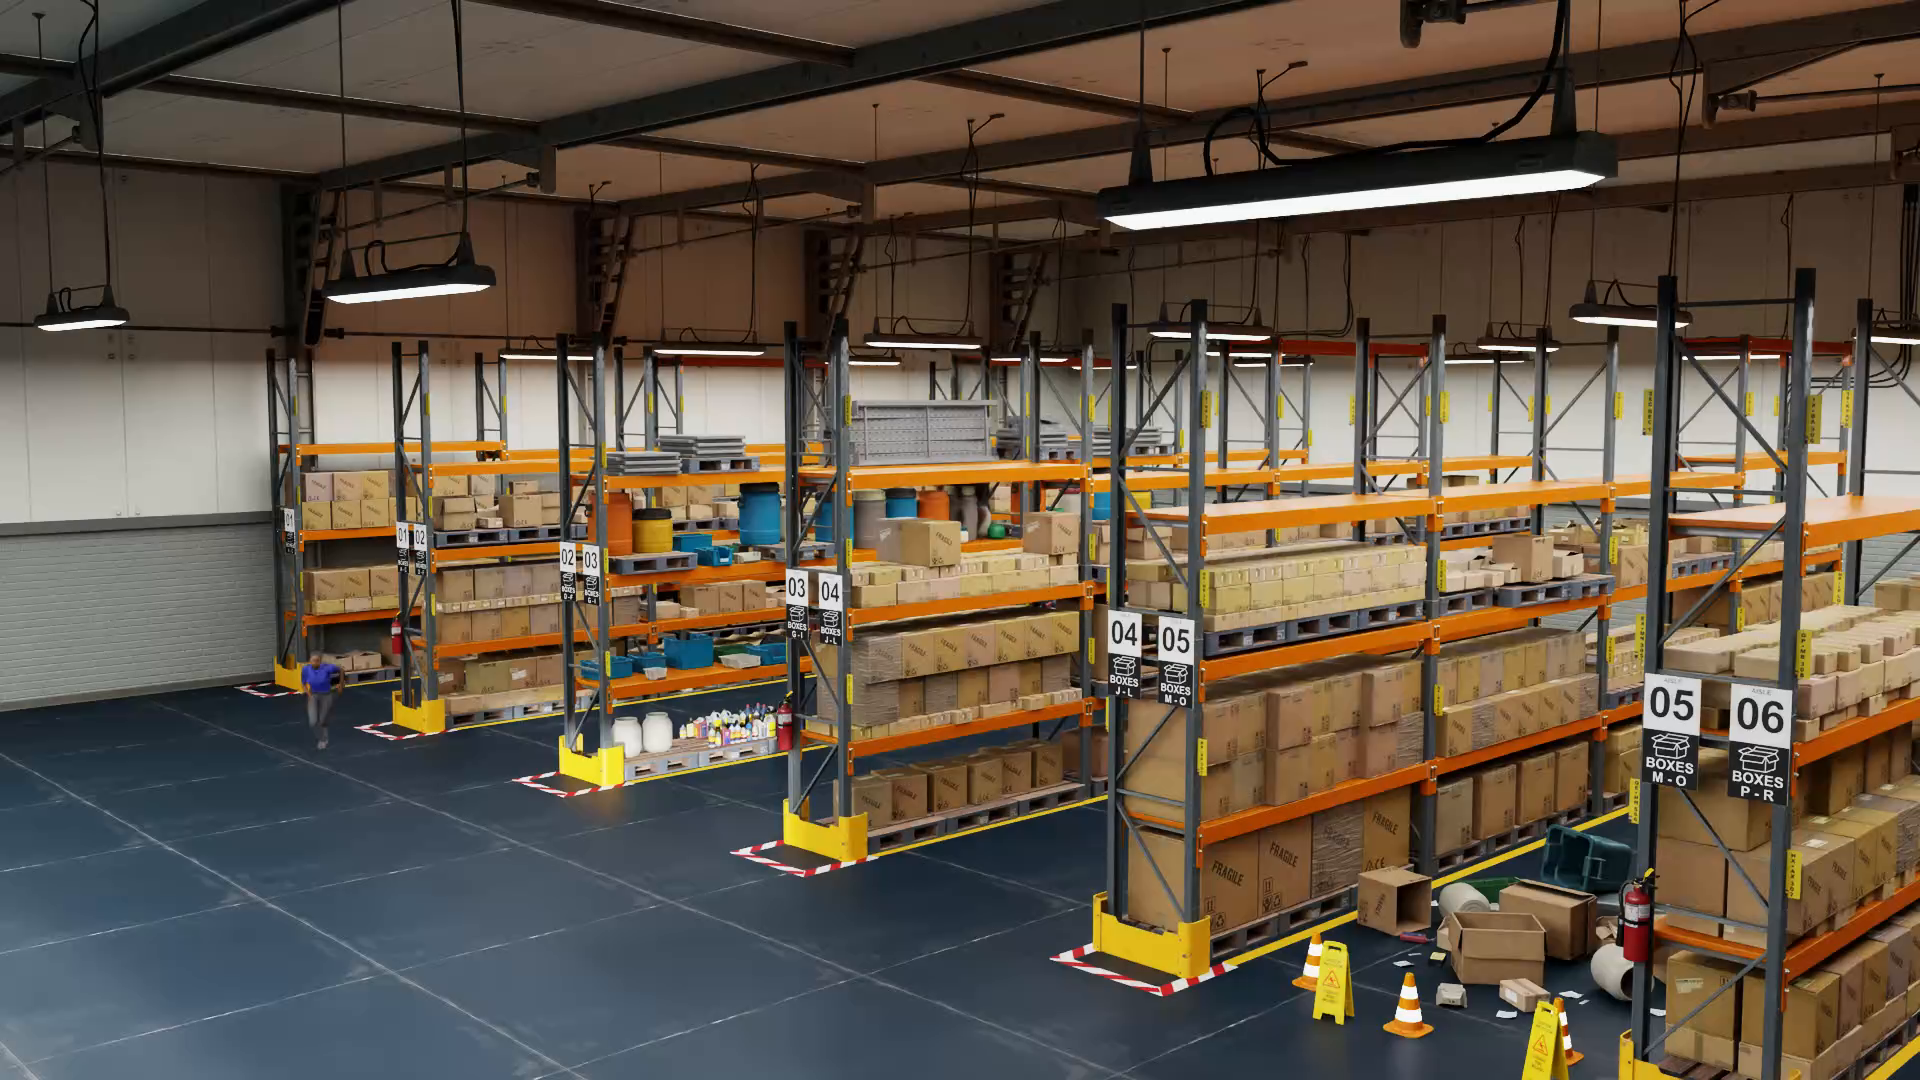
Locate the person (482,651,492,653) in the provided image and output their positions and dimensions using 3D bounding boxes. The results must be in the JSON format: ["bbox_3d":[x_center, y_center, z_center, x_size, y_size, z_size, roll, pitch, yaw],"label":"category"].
[{"bbox_3d":[-8.206,1.771,28.998,0.720,1.834,0.787,3,6,30],"label":"person"}]

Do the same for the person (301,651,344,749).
[{"bbox_3d":[-9.321,2.328,24.339,0.577,1.503,0.805,-1,5,-12],"label":"person"}]
